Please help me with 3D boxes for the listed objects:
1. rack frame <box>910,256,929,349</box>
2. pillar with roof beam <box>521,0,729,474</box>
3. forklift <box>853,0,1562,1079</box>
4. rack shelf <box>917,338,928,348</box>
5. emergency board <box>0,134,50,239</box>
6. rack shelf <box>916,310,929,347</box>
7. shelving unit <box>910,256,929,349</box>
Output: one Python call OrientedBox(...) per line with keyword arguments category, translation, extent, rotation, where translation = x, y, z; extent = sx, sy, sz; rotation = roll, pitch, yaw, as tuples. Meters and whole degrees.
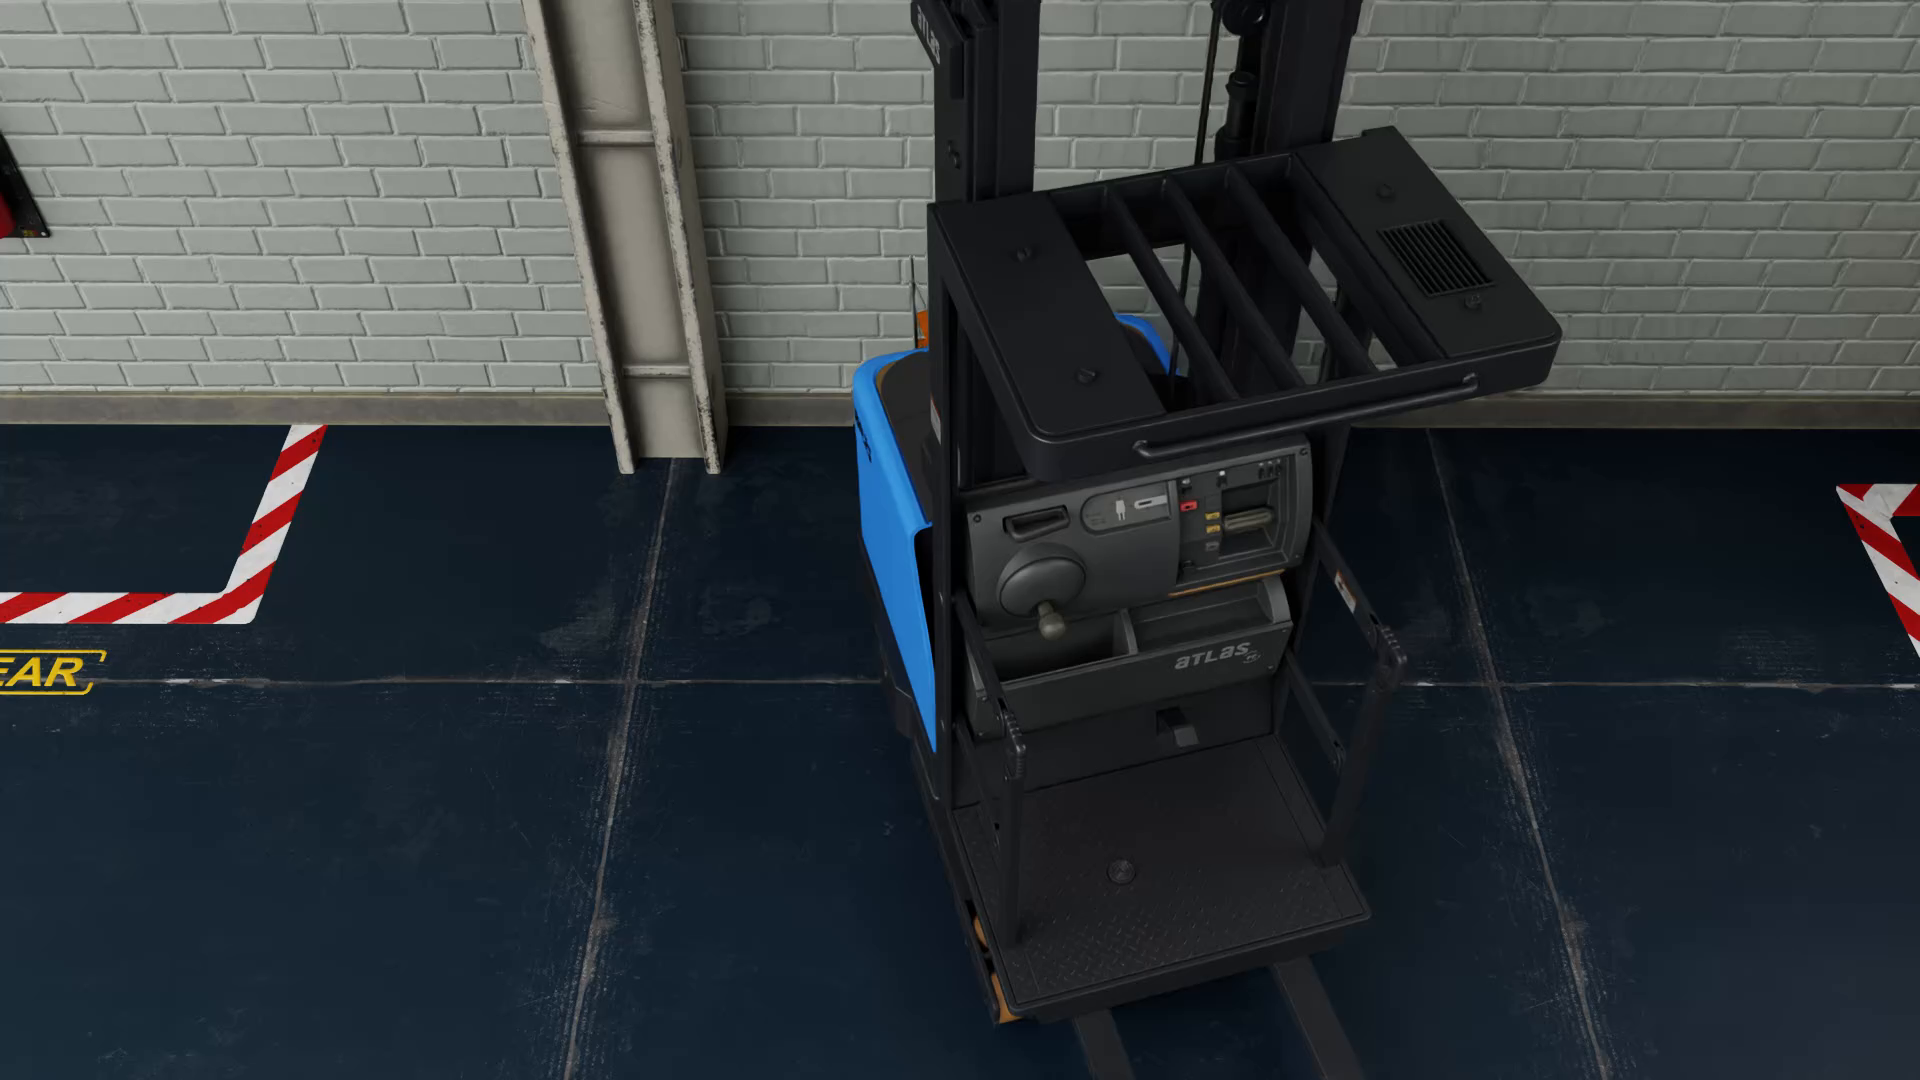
OrientedBox(category="rack frame", translation=(-0.118, -0.444, 5.843), extent=(0.006, 1.200, 0.240), rotation=(-13, 48, -10))
OrientedBox(category="pillar with roof beam", translation=(-1.145, -0.288, 0.370), extent=(0.400, 9.000, 9.100), rotation=(0, 47, 0))
OrientedBox(category="forklift", translation=(0.534, 0.096, 4.158), extent=(1.130, 2.935, 3.031), rotation=(-12, 48, -11))
OrientedBox(category="rack shelf", translation=(-0.033, -0.596, 5.716), extent=(0.180, 0.103, 0.258), rotation=(-13, 48, -10))
OrientedBox(category="emergency board", translation=(-3.600, -1.430, 5.531), extent=(0.643, 1.169, 0.194), rotation=(0, 47, 0))
OrientedBox(category="rack shelf", translation=(-0.035, -0.678, 5.628), extent=(0.180, 0.103, 0.258), rotation=(-13, 48, -10))
OrientedBox(category="shelving unit", translation=(-0.030, -0.464, 5.860), extent=(0.189, 1.200, 0.258), rotation=(-13, 48, -10))
